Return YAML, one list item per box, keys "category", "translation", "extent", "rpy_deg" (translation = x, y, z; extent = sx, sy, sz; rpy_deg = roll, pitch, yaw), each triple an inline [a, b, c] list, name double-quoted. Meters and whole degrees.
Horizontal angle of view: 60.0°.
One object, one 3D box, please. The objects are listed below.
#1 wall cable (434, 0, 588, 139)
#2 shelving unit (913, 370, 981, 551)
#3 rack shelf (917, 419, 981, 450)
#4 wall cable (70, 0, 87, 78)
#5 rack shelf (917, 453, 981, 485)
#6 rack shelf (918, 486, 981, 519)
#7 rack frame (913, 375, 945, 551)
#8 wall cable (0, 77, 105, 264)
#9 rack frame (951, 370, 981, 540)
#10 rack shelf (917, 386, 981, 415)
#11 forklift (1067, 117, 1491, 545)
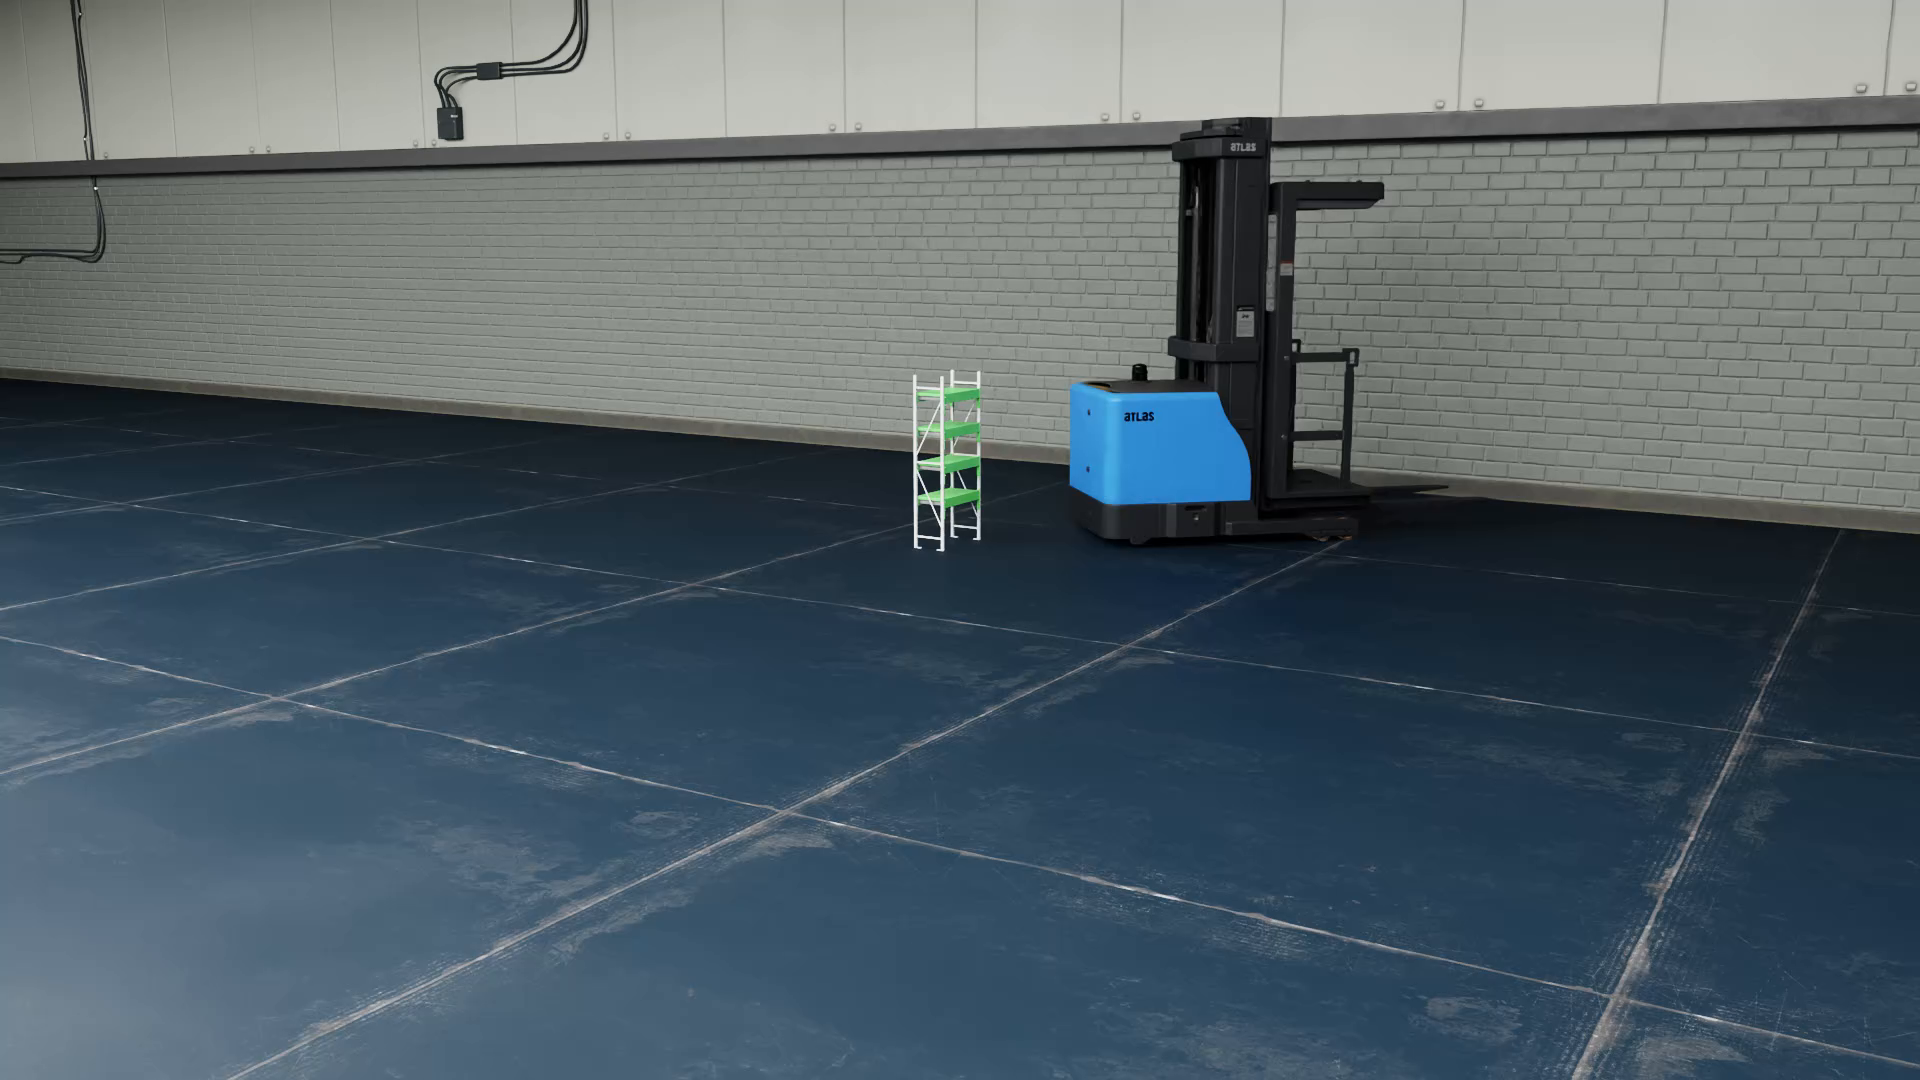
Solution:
- category: "wall cable"
  translation: [-5.011, -7.467, 18.057]
  extent: [2.305, 6.003, 0.169]
  rpy_deg: [6, 12, 31]
- category: "shelving unit"
  translation: [-0.086, -0.564, 11.619]
  extent: [0.258, 1.200, 0.503]
  rpy_deg: [6, 12, 31]
- category: "rack shelf"
  translation: [-0.086, -0.737, 11.587]
  extent: [0.258, 0.148, 0.480]
  rpy_deg: [6, 12, 31]
- category: "wall cable"
  translation: [-10.804, -7.403, 21.669]
  extent: [3.097, 2.526, 0.112]
  rpy_deg: [6, 12, 31]
- category: "rack shelf"
  translation: [-0.086, -0.501, 11.631]
  extent: [0.258, 0.148, 0.480]
  rpy_deg: [6, 12, 31]
- category: "rack shelf"
  translation: [-0.086, -0.265, 11.675]
  extent: [0.258, 0.148, 0.480]
  rpy_deg: [6, 12, 31]
- category: "rack frame"
  translation: [-0.213, -0.525, 11.414]
  extent: [0.240, 1.200, 0.015]
  rpy_deg: [6, 12, 31]
- category: "wall cable"
  translation: [-13.116, -5.179, 23.514]
  extent: [3.097, 2.526, 0.112]
  rpy_deg: [6, 12, 31]
- category: "rack frame"
  translation: [0.041, -0.602, 11.824]
  extent: [0.240, 1.200, 0.015]
  rpy_deg: [6, 12, 31]
- category: "rack shelf"
  translation: [-0.086, -0.973, 11.543]
  extent: [0.258, 0.148, 0.480]
  rpy_deg: [6, 12, 31]
- category: "forklift"
  translation: [2.371, -1.524, 12.042]
  extent: [3.031, 2.935, 1.130]
  rpy_deg: [-2, 11, -12]
